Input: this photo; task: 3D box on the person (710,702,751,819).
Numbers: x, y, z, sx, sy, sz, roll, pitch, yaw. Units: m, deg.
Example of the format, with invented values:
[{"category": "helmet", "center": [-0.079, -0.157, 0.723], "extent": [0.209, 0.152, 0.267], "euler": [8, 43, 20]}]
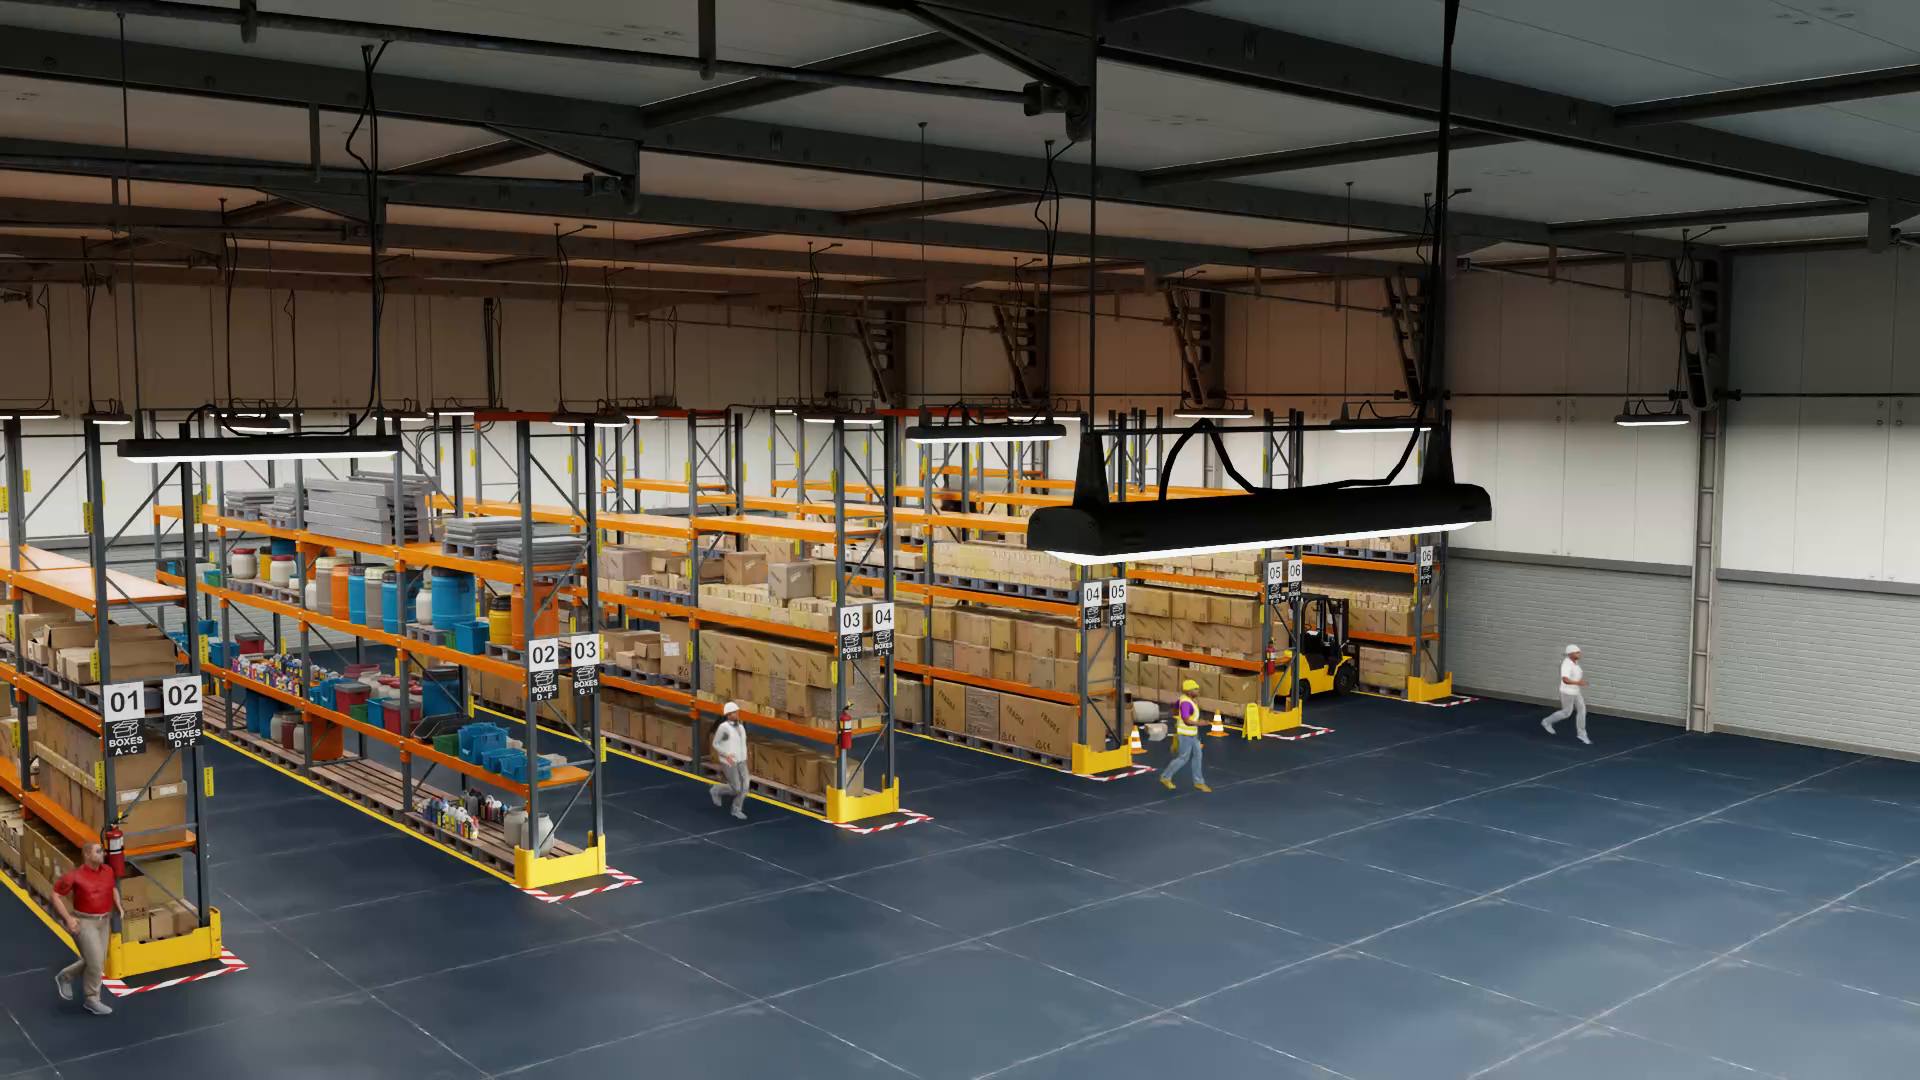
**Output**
[{"category": "person", "center": [-3.441, 3.295, 24.938], "extent": [0.627, 1.744, 0.668], "euler": [3, 6, 34]}]

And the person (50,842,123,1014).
[{"category": "person", "center": [-9.012, 3.987, 17.229], "extent": [0.738, 1.712, 0.701], "euler": [1, 5, 16]}]

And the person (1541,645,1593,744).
[{"category": "person", "center": [11.104, 2.804, 30.360], "extent": [0.938, 1.811, 0.731], "euler": [4, 6, 36]}]

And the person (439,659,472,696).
[{"category": "person", "center": [-9.698, 2.633, 32.063], "extent": [0.648, 1.759, 0.640], "euler": [-5, 7, -42]}]

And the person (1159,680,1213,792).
[{"category": "person", "center": [3.607, 3.120, 26.471], "extent": [0.841, 1.805, 0.722], "euler": [1, 5, 14]}]
